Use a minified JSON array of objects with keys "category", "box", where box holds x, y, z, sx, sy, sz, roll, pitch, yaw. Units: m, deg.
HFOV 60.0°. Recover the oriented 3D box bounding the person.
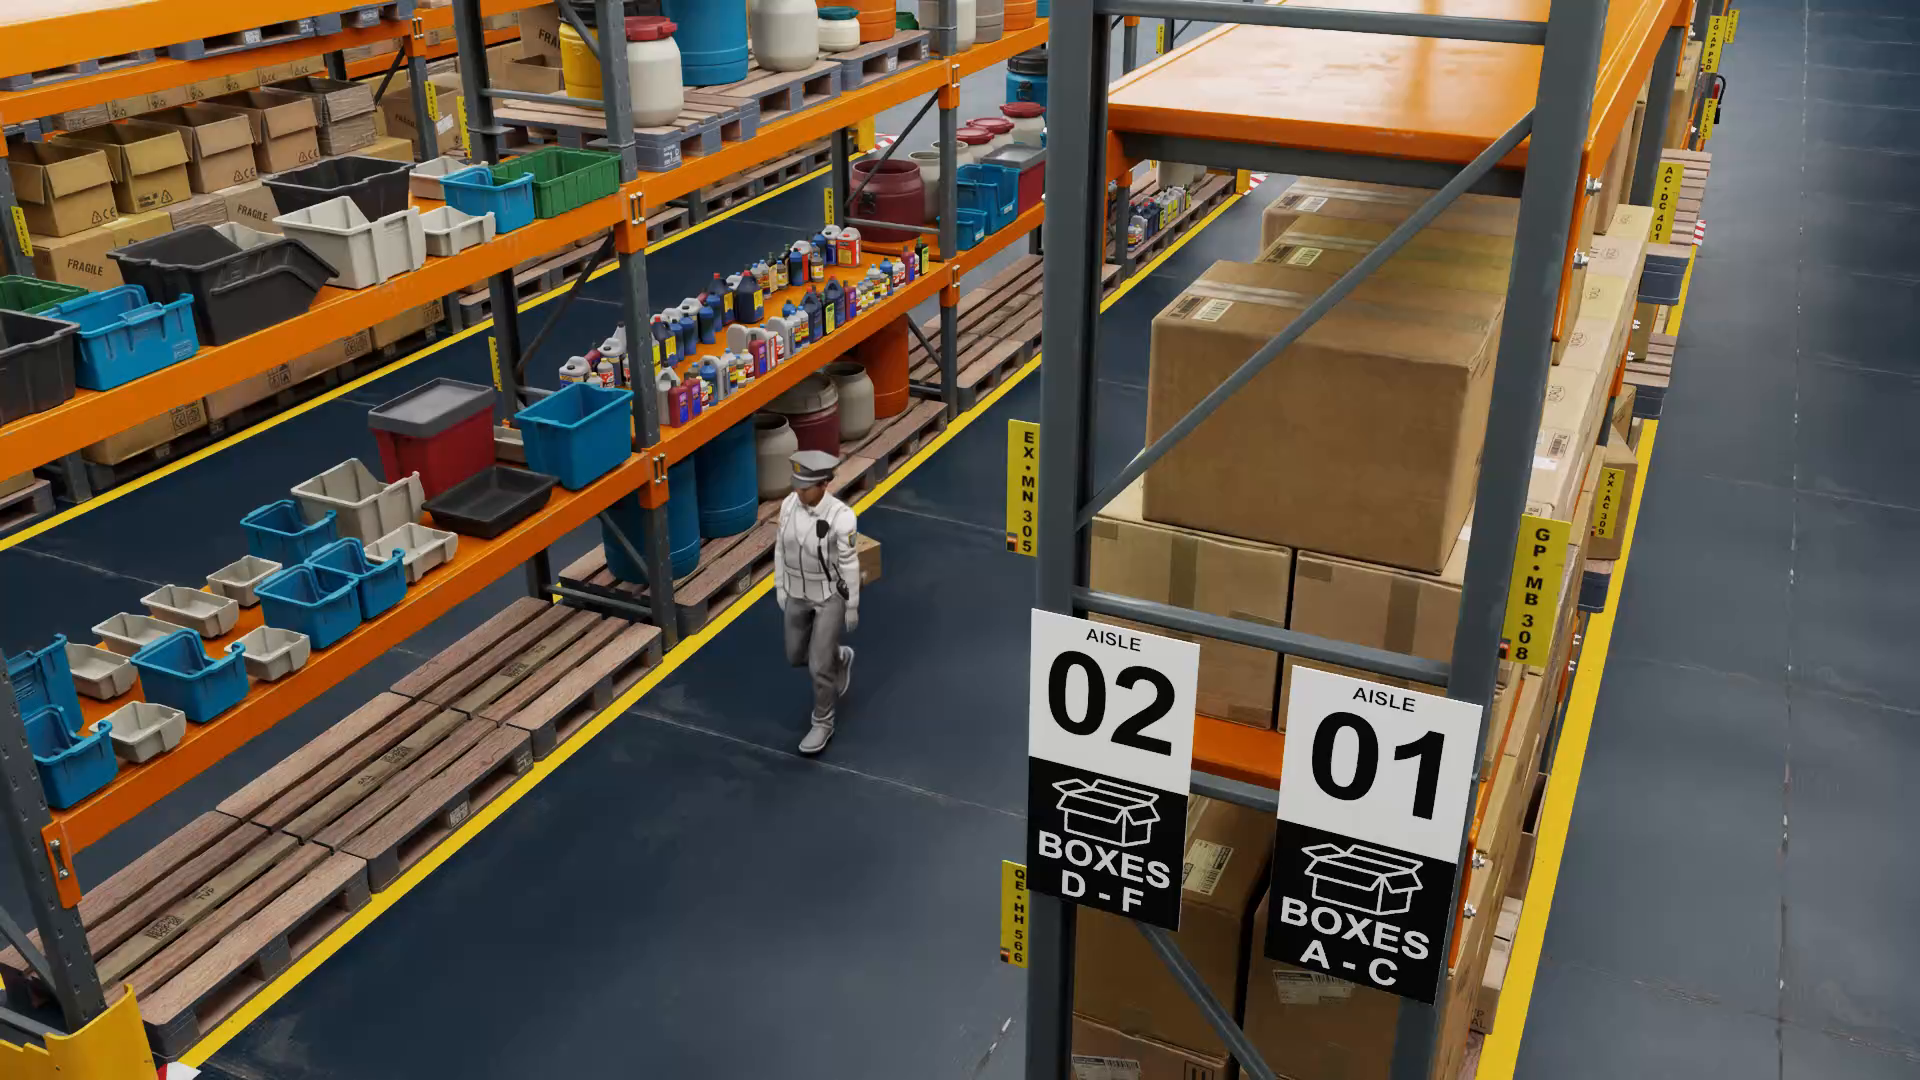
[{"category":"person","box":[-0.736,0.270,8.823,0.513,1.637,0.675,14,29,26]}]
